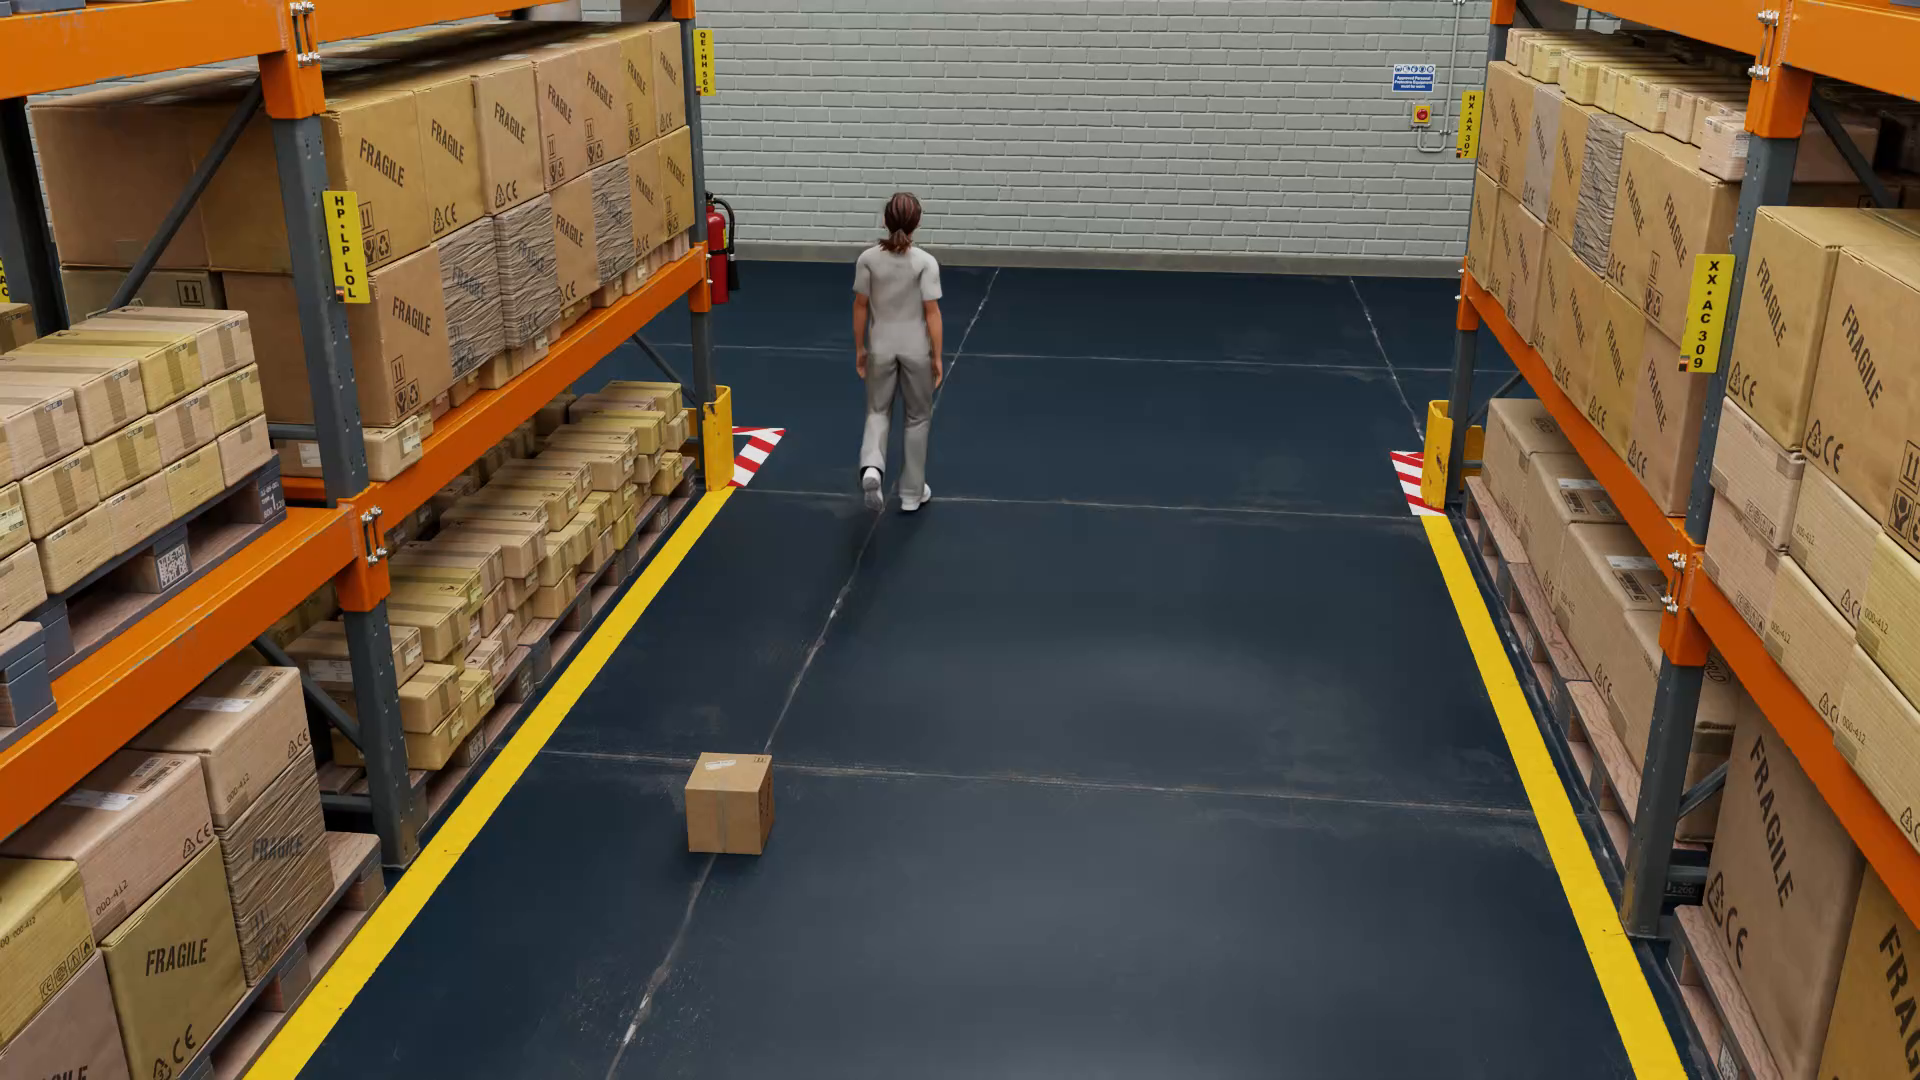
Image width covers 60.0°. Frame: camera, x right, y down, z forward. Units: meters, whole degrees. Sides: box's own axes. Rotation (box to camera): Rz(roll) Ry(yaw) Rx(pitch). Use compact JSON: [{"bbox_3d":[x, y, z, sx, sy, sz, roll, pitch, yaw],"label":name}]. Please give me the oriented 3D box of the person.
[{"bbox_3d":[-0.321,-0.908,8.375,0.461,1.655,0.678,4,22,9],"label":"person"}]
